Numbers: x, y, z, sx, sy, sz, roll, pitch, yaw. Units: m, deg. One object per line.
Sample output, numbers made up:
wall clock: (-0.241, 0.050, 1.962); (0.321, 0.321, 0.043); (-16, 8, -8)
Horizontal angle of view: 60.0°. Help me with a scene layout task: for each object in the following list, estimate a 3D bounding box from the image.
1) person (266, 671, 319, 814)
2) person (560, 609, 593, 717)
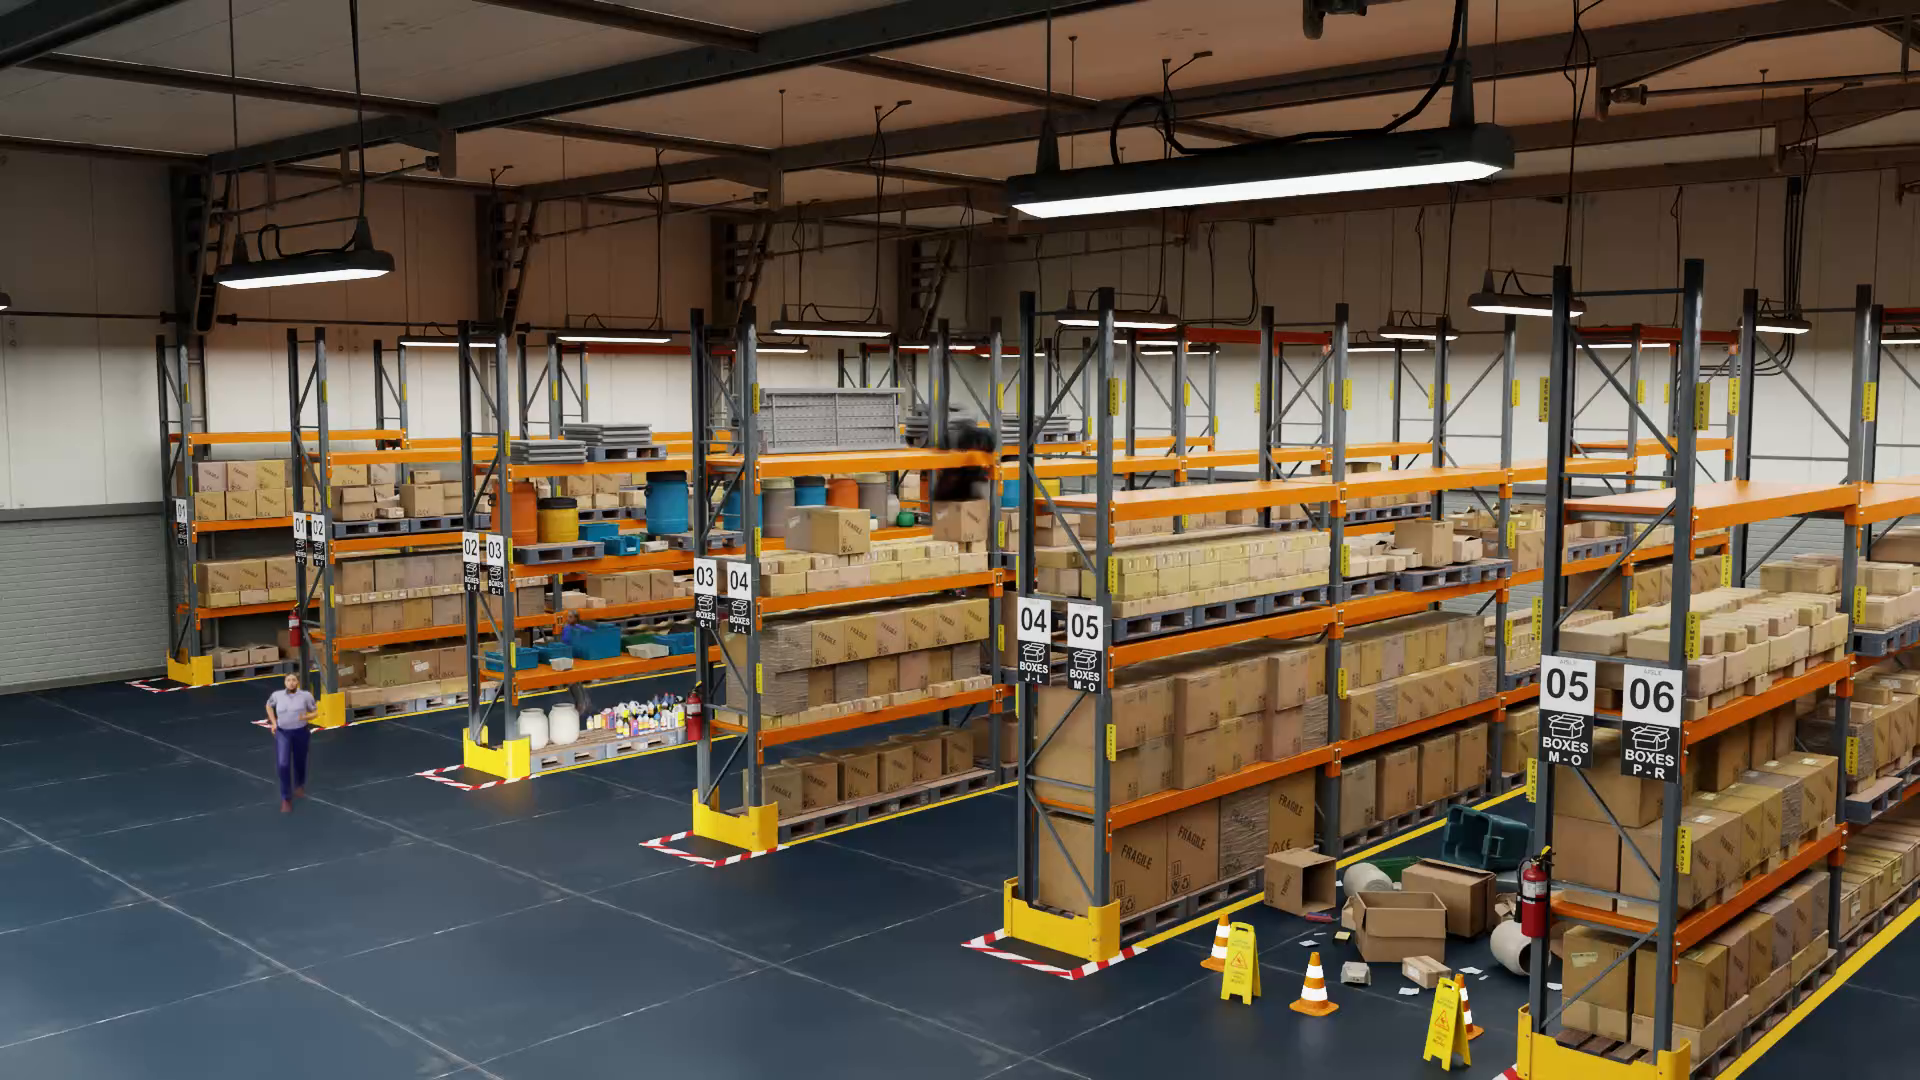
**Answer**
person: (-8.156, 2.441, 20.353); (0.593, 1.705, 0.815); (-2, 6, -23)
person: (-5.985, 1.932, 25.902); (0.590, 1.709, 0.717); (3, 6, 32)
